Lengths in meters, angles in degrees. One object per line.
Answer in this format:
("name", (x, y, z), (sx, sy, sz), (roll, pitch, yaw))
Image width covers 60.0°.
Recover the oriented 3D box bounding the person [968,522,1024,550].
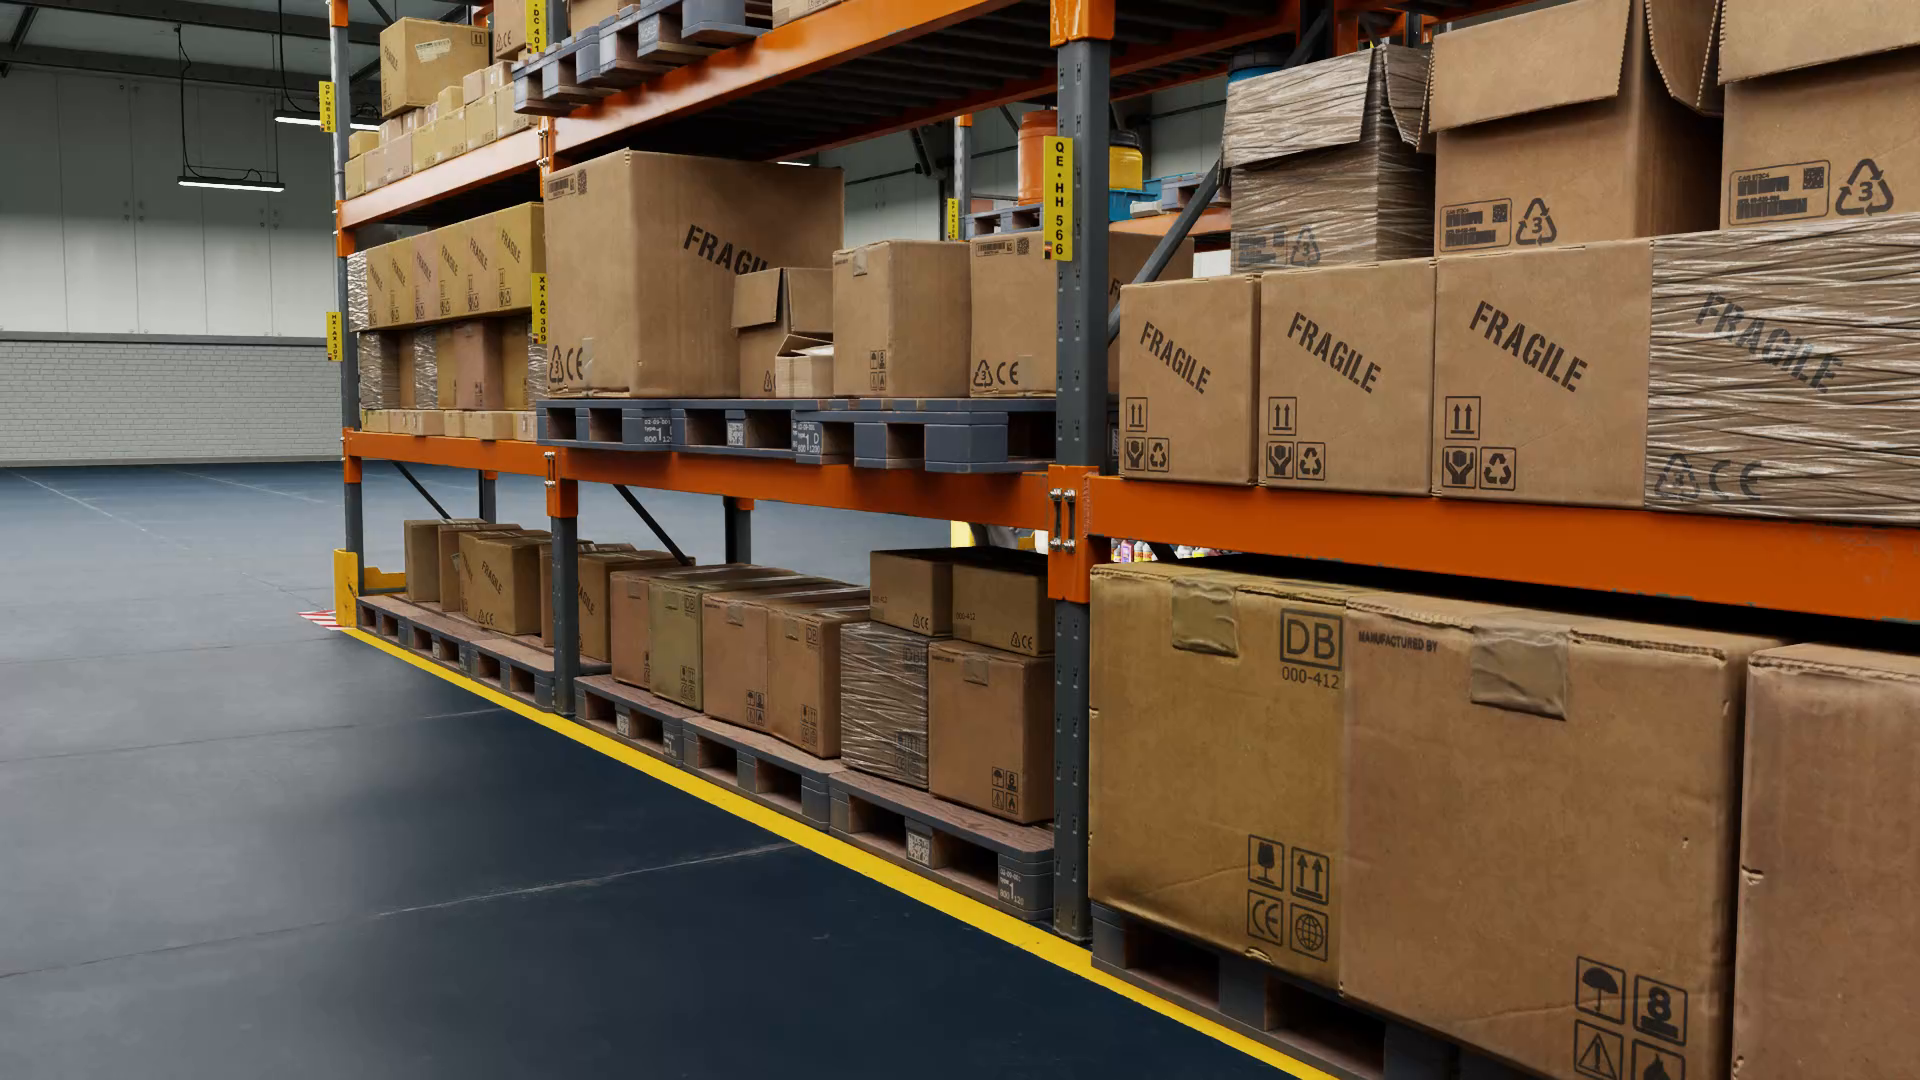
("person", (0.220, -0.182, 10.241), (0.402, 1.664, 0.529), (-3, 6, -33))
